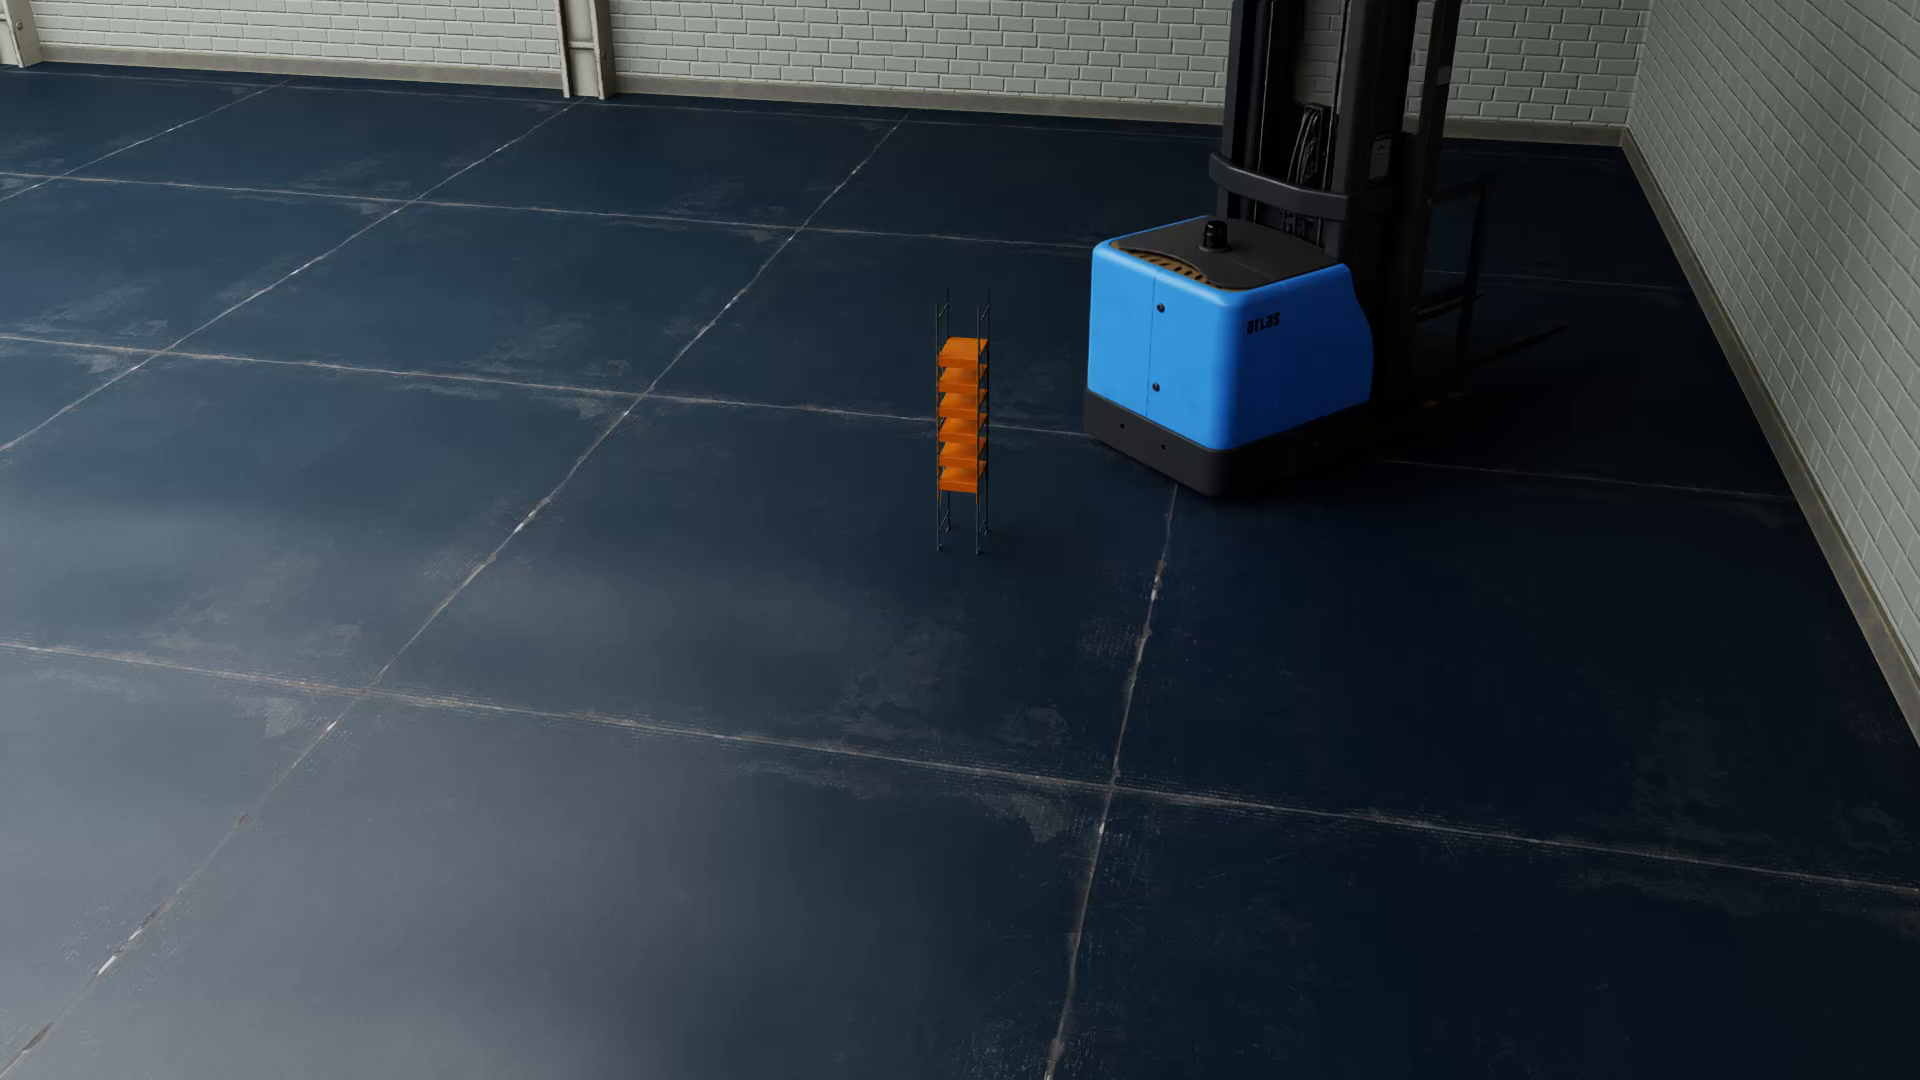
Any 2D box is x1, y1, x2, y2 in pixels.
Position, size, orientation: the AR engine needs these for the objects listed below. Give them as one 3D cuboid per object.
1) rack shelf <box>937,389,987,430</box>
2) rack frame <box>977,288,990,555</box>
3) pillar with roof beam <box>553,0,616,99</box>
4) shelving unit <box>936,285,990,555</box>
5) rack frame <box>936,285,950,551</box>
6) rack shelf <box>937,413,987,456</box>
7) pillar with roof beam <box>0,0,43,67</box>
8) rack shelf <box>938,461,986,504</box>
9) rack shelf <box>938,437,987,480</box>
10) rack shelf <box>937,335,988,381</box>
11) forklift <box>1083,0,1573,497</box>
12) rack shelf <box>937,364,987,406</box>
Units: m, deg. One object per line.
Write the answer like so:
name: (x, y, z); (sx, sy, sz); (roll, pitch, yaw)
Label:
rack shelf: (0.014, -0.591, 7.423); (0.180, 0.103, 0.258); (6, 29, 11)
rack frame: (0.104, -0.516, 7.442); (0.006, 1.200, 0.240); (6, 29, 11)
pillar with roof beam: (-4.269, -5.998, 9.334); (0.400, 9.000, 9.100); (6, 29, 11)
shelving unit: (0.014, -0.525, 7.459); (0.189, 1.200, 0.258); (6, 29, 11)
rack frame: (-0.075, -0.534, 7.476); (0.006, 1.200, 0.240); (6, 29, 11)
rack shelf: (0.014, -0.486, 7.481); (0.180, 0.103, 0.258); (6, 29, 11)
pillar with roof beam: (-10.137, -6.599, 10.433); (0.400, 9.000, 9.100); (6, 29, 11)
rack shelf: (0.014, -0.275, 7.596); (0.180, 0.103, 0.258); (6, 29, 11)
rack shelf: (0.014, -0.381, 7.538); (0.180, 0.103, 0.258); (6, 29, 11)
rack shelf: (0.014, -0.802, 7.308); (0.180, 0.103, 0.258); (6, 29, 11)
forklift: (2.124, -2.045, 8.432); (3.031, 2.935, 1.130); (-20, 34, -32)
rack shelf: (0.014, -0.696, 7.365); (0.180, 0.103, 0.258); (6, 29, 11)
